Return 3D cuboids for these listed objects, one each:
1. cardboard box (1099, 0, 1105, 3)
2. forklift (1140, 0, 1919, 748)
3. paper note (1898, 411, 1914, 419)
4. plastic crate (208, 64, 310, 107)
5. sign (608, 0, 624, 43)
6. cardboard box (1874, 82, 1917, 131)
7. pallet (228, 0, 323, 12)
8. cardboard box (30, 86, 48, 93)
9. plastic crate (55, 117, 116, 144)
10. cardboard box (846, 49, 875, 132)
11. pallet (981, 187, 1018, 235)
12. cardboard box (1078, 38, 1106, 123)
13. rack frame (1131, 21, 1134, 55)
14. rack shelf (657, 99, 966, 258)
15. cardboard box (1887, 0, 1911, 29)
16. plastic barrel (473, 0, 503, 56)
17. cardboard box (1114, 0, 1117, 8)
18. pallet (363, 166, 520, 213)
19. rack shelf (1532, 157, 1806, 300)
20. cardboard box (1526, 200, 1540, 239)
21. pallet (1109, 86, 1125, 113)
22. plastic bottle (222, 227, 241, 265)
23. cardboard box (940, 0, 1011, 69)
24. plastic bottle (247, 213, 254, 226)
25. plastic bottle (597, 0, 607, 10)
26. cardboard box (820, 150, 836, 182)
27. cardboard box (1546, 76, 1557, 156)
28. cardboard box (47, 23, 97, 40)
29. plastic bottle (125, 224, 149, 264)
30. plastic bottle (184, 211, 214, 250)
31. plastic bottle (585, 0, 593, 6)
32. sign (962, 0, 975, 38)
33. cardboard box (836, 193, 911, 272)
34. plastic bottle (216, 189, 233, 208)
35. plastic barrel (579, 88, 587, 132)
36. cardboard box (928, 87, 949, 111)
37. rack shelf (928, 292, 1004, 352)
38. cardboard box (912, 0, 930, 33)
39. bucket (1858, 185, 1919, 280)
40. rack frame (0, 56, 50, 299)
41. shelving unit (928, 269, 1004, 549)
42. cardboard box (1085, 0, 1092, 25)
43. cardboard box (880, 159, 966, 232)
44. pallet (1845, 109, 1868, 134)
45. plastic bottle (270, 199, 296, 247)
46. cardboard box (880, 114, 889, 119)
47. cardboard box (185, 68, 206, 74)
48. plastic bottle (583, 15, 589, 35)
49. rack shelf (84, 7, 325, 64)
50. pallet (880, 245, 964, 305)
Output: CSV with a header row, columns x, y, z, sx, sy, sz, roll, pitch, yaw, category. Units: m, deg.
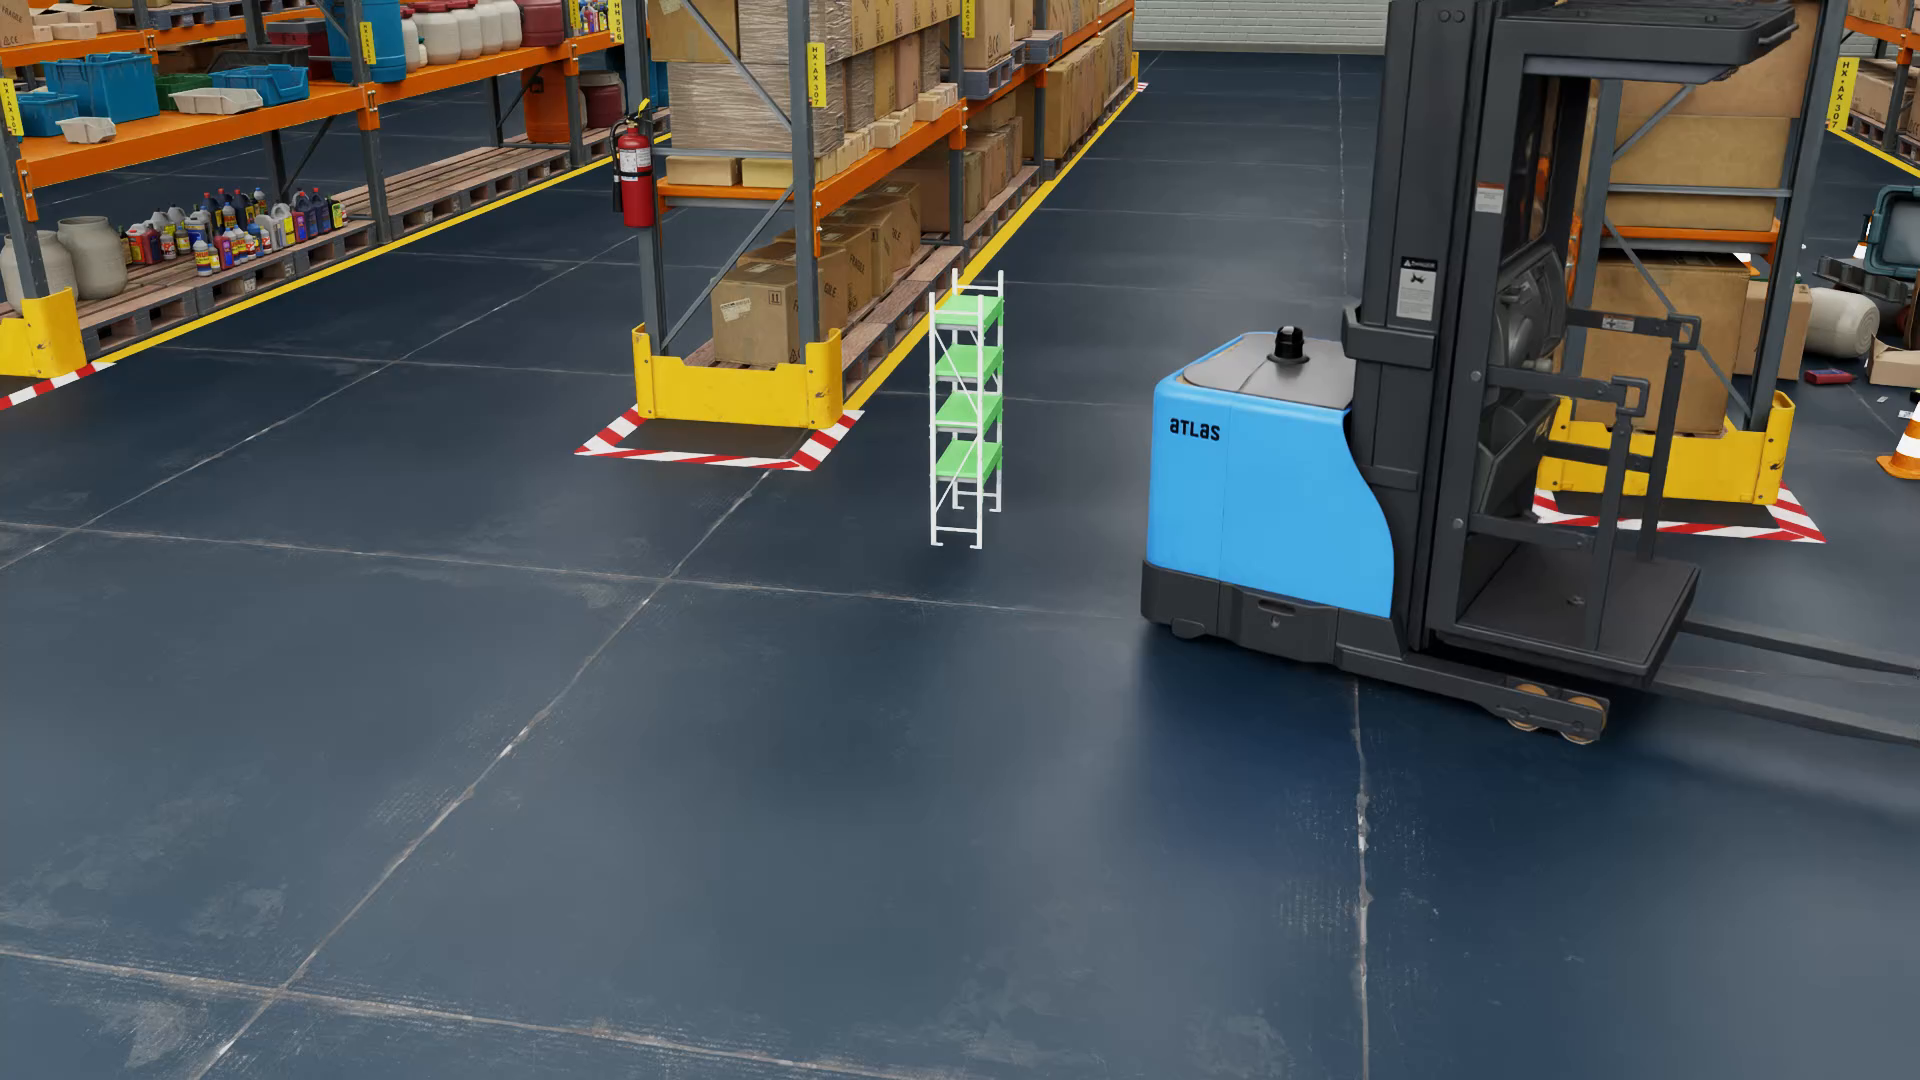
x,y,z,sx,sy,sz,roll,pitch,yaw,category
1.511,-6.701,20.280,0.500,0.250,0.500,4,22,10,cardboard box
2.275,-0.848,6.035,3.031,2.935,1.130,13,25,29,forklift
5.519,-0.728,9.622,0.144,0.017,0.142,13,25,29,paper note
-5.282,-3.438,12.574,0.499,0.251,0.616,4,22,11,plastic crate
-1.829,-2.825,8.881,0.100,0.325,0.005,4,22,11,sign
11.094,-4.953,19.004,0.875,0.438,0.875,4,22,10,cardboard box
-8.808,-6.864,21.139,1.003,0.211,1.213,4,22,11,pallet
-9.749,-4.785,18.087,0.500,0.311,0.500,5,23,13,cardboard box
-5.641,-2.650,10.772,0.298,0.136,0.250,4,22,11,plastic crate
-1.022,-2.847,10.376,0.875,0.500,0.500,4,22,11,cardboard box
-0.069,-2.994,15.005,1.003,0.211,1.213,4,22,11,pallet
1.048,-5.454,19.664,1.225,0.875,0.875,5,22,11,cardboard box
1.975,-7.944,23.562,1.000,3.000,0.127,4,22,11,rack frame
-0.881,-2.490,10.984,1.077,0.370,4.000,4,22,11,rack shelf
10.705,-5.961,18.505,0.500,0.500,0.500,5,22,11,cardboard box
-4.593,-4.901,15.857,0.421,0.512,0.421,0,22,0,plastic barrel
1.809,-6.921,21.360,0.380,0.149,0.250,5,22,12,cardboard box
-4.953,-3.377,15.956,1.003,0.211,1.213,4,22,11,pallet
3.954,-2.075,9.953,1.077,0.370,4.000,4,22,11,rack shelf
3.797,-1.461,9.749,0.875,0.875,0.875,4,22,10,cardboard box
1.638,-5.907,22.238,1.003,0.211,1.213,4,22,11,pallet
-5.393,-2.173,12.297,0.097,0.271,0.097,0,22,0,plastic bottle
-0.174,-4.308,13.170,1.000,1.000,1.000,5,22,11,cardboard box
-5.418,-2.380,12.794,0.061,0.283,0.133,4,22,11,plastic bottle
-4.197,-6.310,19.673,0.152,0.276,0.135,4,22,11,plastic bottle
-0.928,-2.152,9.517,0.380,0.149,0.250,4,22,11,cardboard box
3.972,-2.481,9.798,0.875,0.550,0.500,4,22,11,cardboard box
-9.267,-5.308,17.354,0.380,0.149,0.250,4,22,11,cardboard box
-6.115,-2.206,12.372,0.152,0.276,0.135,5,22,11,plastic bottle
-5.868,-2.383,12.813,0.152,0.276,0.135,4,22,11,plastic bottle
-4.393,-6.237,19.491,0.152,0.276,0.135,4,22,11,plastic bottle
0.059,-3.918,12.408,0.100,0.325,0.005,4,22,11,sign
-0.704,-2.237,12.177,0.500,0.500,0.500,12,25,28,cardboard box
-5.893,-2.644,13.361,0.144,0.351,0.185,5,22,12,plastic bottle
-4.395,-4.830,18.599,0.421,0.512,0.421,0,22,0,plastic barrel
-0.290,-3.247,12.236,0.380,0.149,0.250,4,22,11,cardboard box
0.034,-1.003,7.624,0.258,0.148,0.480,4,22,11,rack shelf
-0.500,-3.652,11.036,0.500,0.500,0.500,4,22,11,cardboard box
6.591,-2.101,11.403,0.726,0.611,0.620,13,15,29,bucket
-6.138,-2.470,9.971,1.000,3.000,0.127,4,22,11,rack frame
0.034,-0.617,7.780,0.258,1.200,0.503,4,22,11,shelving unit
1.223,-6.155,18.987,0.500,0.500,0.500,5,23,13,cardboard box
-0.327,-2.823,13.604,0.700,0.500,0.500,3,22,7,cardboard box
11.339,-5.152,20.362,1.003,0.211,1.213,4,22,11,pallet
-5.276,-2.462,12.909,0.144,0.351,0.185,4,22,11,plastic bottle
-0.676,-2.704,10.890,0.380,0.149,0.250,4,22,11,cardboard box
-9.287,-5.368,19.925,0.500,0.500,0.500,4,22,9,cardboard box
-4.031,-5.513,17.793,0.097,0.201,0.097,0,22,0,plastic bottle
-8.946,-6.172,20.127,1.077,0.370,4.000,4,22,11,rack shelf
-0.576,-2.013,12.570,1.003,0.211,1.213,4,22,11,pallet
